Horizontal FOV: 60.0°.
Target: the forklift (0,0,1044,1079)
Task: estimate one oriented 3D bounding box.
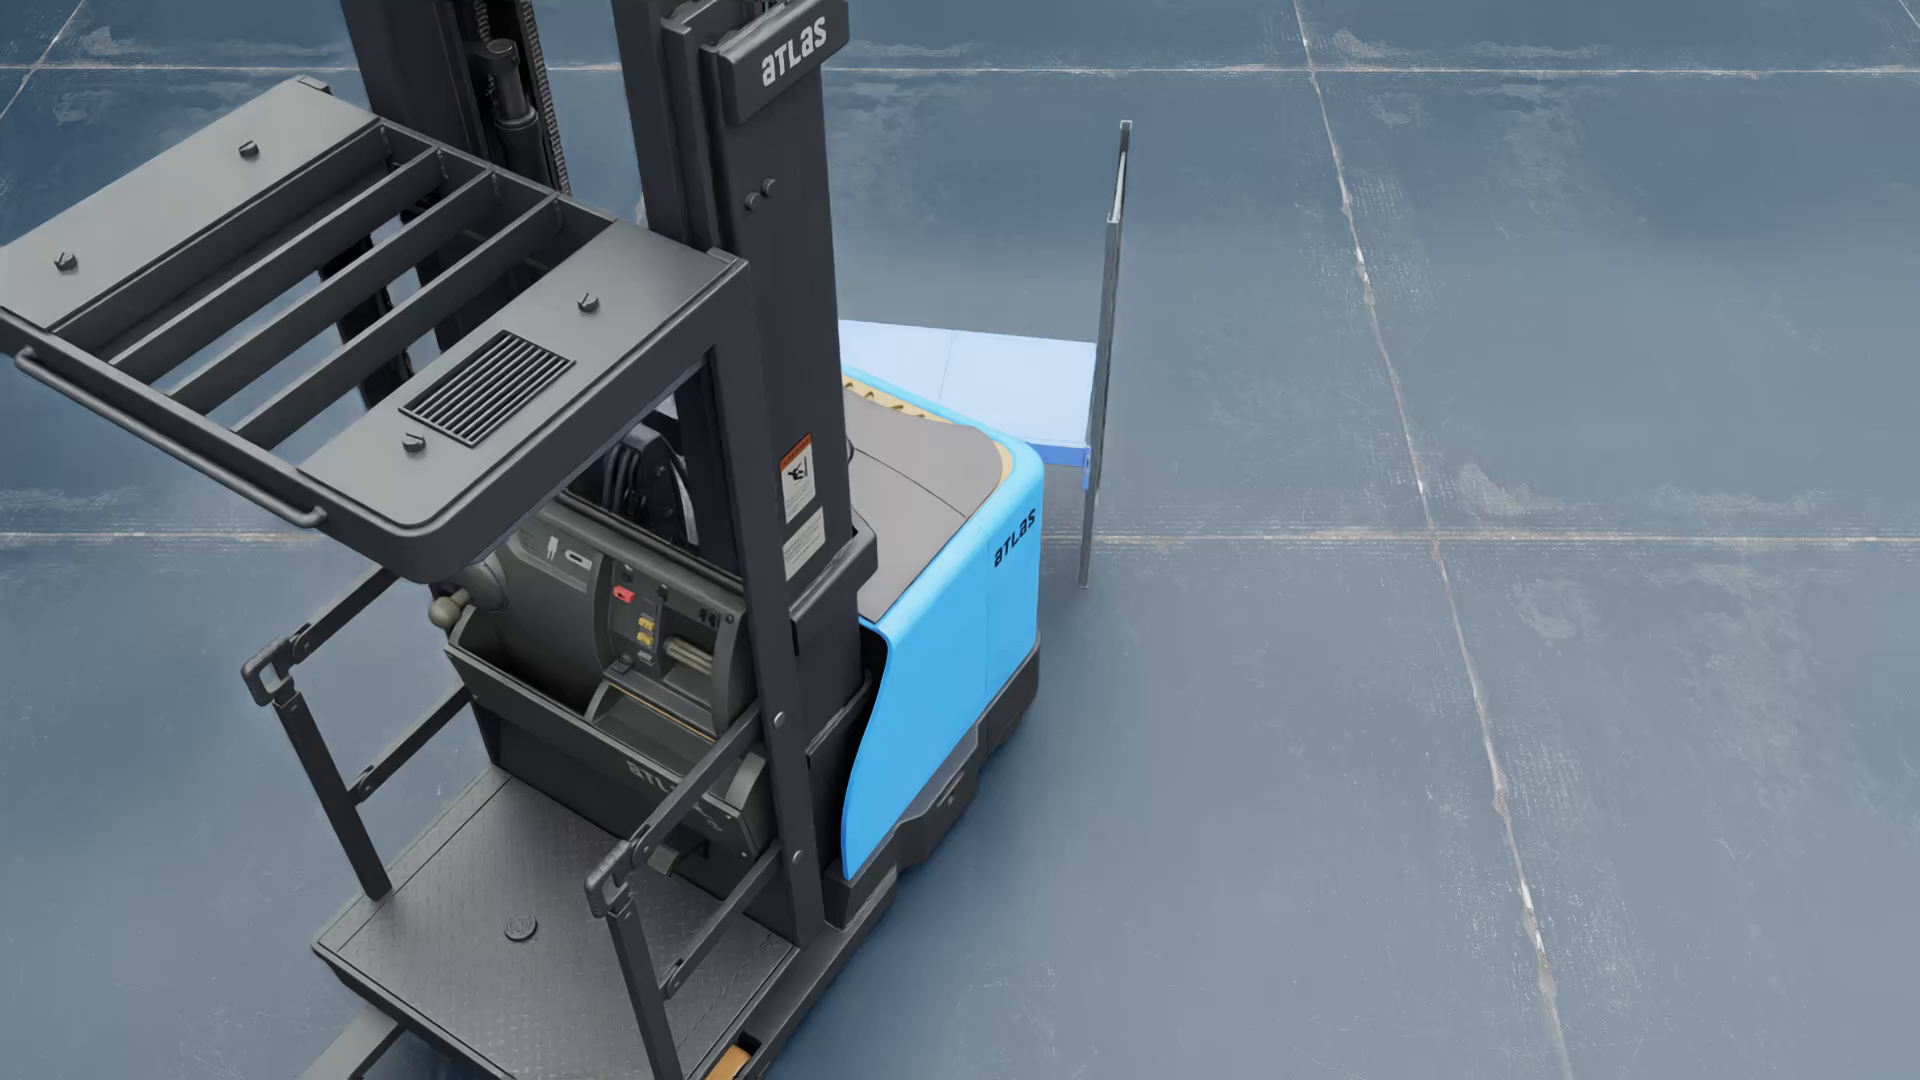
[{"bbox_3d":[-0.974,0.208,3.554,1.130,2.935,3.031,25,52,22],"label":"forklift"}]

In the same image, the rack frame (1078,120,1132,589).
[{"bbox_3d":[0.449,-0.529,5.218,0.032,1.500,0.500,6,47,6],"label":"rack frame"}]

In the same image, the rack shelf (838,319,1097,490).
[{"bbox_3d":[-0.054,-0.459,5.399,1.000,0.185,0.538,6,47,6],"label":"rack shelf"}]

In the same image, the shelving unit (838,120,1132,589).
[{"bbox_3d":[-0.054,-0.582,5.267,1.048,1.500,0.538,6,47,6],"label":"shelving unit"}]
